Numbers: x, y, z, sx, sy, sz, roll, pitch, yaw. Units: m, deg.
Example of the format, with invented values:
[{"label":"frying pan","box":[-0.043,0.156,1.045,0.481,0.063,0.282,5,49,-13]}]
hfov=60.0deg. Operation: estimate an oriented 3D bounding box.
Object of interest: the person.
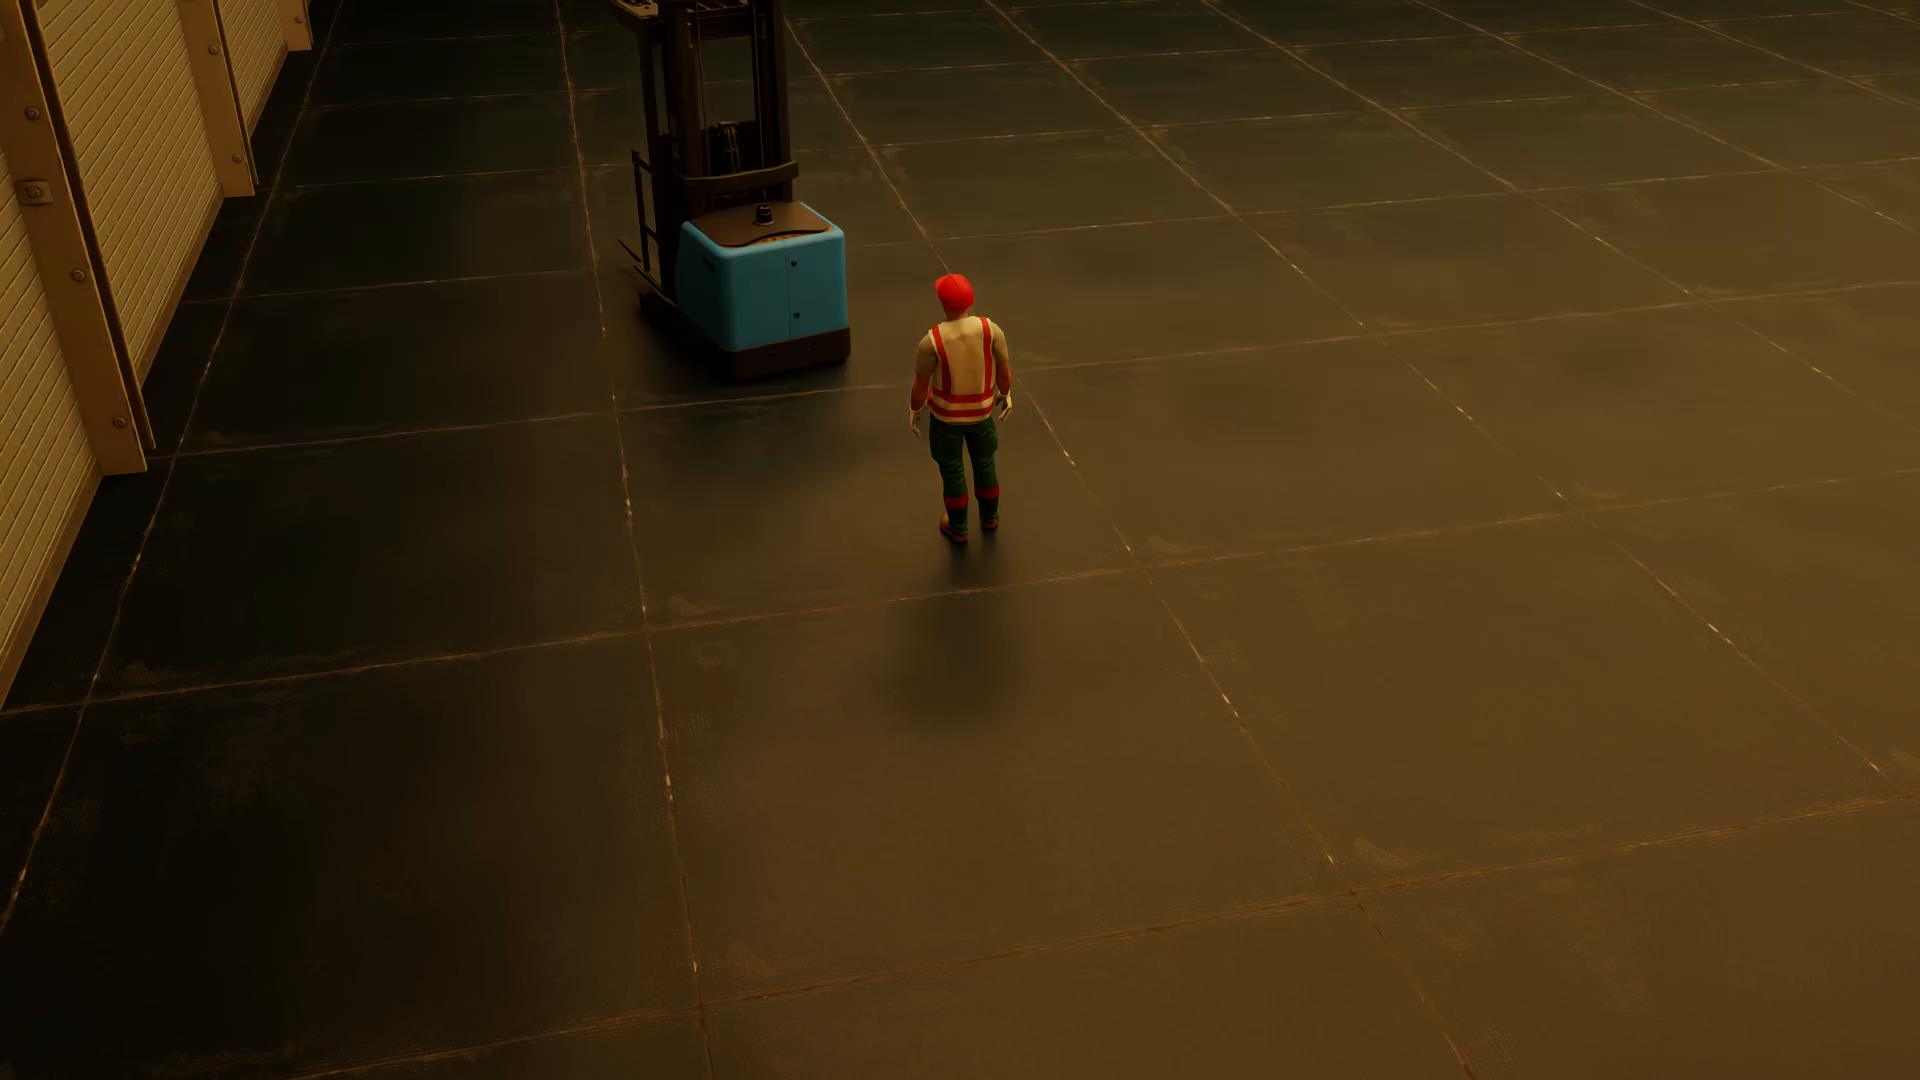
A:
[{"label":"person","box":[-0.006,-0.821,10.118,0.637,1.787,0.564,-7,31,-12]}]

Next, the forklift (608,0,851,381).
[{"label":"forklift","box":[-1.995,-3.164,13.041,1.130,2.935,3.031,-15,33,-25]}]
